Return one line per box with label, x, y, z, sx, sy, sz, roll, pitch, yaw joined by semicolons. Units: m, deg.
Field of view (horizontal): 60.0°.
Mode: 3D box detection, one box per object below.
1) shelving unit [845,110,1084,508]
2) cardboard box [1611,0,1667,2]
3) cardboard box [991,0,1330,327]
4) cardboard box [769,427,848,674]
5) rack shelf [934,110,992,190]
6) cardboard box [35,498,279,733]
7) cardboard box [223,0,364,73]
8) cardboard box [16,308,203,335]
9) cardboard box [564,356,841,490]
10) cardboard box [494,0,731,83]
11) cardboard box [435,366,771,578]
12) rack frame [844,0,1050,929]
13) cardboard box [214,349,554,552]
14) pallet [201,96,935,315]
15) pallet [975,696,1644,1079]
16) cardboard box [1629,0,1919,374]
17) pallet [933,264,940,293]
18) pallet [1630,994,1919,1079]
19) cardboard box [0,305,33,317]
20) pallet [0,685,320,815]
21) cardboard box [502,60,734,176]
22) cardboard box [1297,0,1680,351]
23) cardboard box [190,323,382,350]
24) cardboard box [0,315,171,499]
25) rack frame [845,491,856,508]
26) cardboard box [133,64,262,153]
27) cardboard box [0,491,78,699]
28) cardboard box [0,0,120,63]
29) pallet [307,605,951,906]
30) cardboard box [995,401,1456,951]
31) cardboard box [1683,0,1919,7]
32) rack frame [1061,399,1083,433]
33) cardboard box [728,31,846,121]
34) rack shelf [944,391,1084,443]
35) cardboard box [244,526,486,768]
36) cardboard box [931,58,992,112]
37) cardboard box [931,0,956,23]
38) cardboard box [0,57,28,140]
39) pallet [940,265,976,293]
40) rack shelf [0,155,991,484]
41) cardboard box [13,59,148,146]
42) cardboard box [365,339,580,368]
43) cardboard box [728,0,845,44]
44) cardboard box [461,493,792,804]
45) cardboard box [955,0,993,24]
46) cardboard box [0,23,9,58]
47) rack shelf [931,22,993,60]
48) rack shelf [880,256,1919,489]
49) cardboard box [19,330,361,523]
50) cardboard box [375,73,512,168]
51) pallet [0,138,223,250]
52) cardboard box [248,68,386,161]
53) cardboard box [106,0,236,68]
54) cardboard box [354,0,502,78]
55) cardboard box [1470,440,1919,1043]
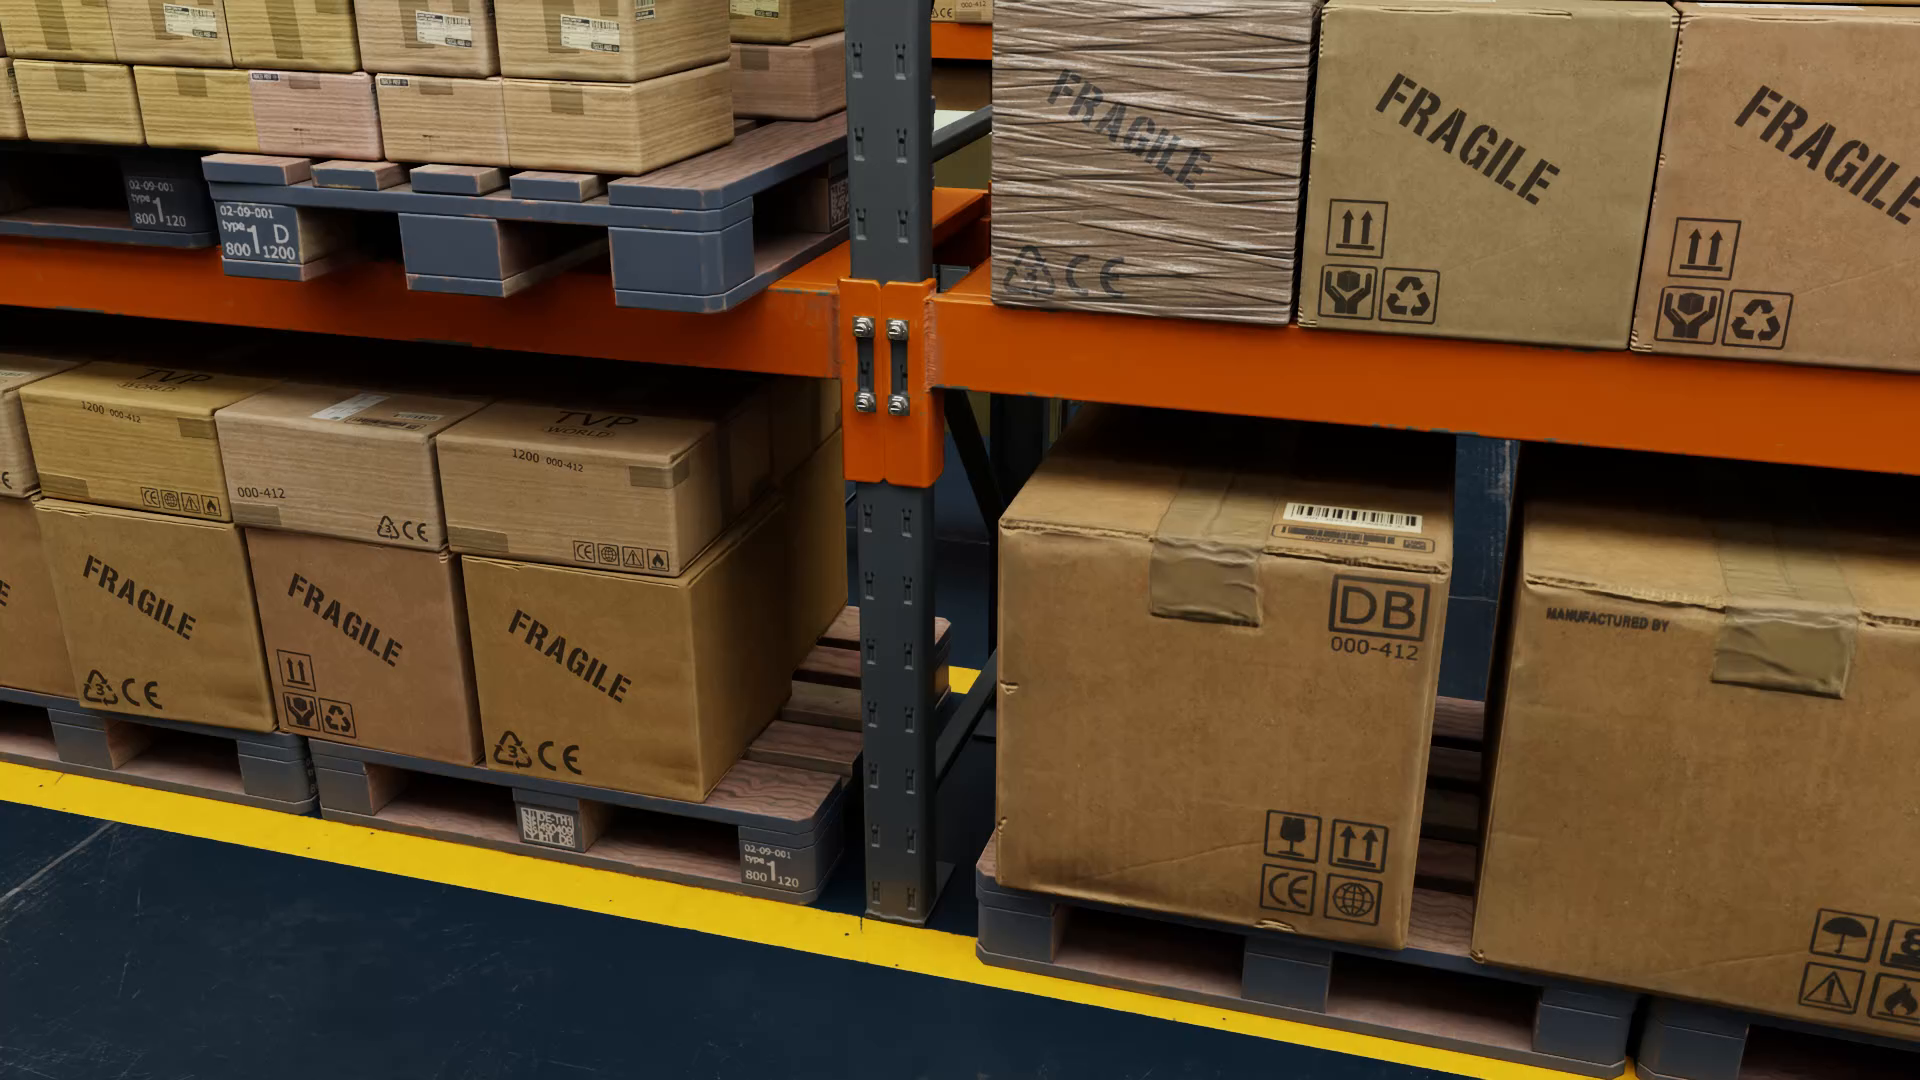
shelving unit;0.006;-0.693;4.984;0.755;1.500;0.431;7;23;16
cardboard box;0.923;-1.192;2.774;0.500;0.500;0.700;6;23;15
cardboard box;0.363;-0.690;2.867;0.500;0.500;0.500;7;23;16
cardboard box;-0.592;0.001;4.055;0.500;0.500;0.500;6;23;13
rack shelf;0.006;-1.054;4.836;0.720;0.370;0.431;7;23;16
cardboard box;-1.701;0.084;3.853;0.500;0.500;0.500;5;23;13
cardboard box;-1.102;-0.952;3.023;0.250;0.149;0.380;7;23;17
cardboard box;-2.034;-0.510;4.314;0.500;0.250;0.500;5;23;13
cardboard box;-0.579;-0.339;3.896;0.500;0.250;0.500;5;23;13
cardboard box;-0.593;-0.895;2.885;0.250;0.149;0.380;7;23;17
cardboard box;-0.719;-0.155;3.448;0.500;0.250;0.500;6;23;14
rack frame;0.011;-0.791;3.245;0.127;3.000;1.000;7;23;16
cardboard box;-1.206;-0.207;3.573;0.500;0.250;0.500;7;23;16
pallet;-0.702;-0.741;3.378;1.003;0.211;1.213;7;23;16
pallet;0.744;0.613;3.497;1.213;0.211;1.003;7;23;16
cardboard box;1.333;-0.580;2.599;0.500;0.500;0.500;7;23;15
pallet;-0.553;-1.558;8.791;1.213;0.211;1.003;7;23;16
pallet;1.908;0.748;3.169;1.213;0.211;1.003;7;23;16
cardboard box;-2.544;-0.563;4.442;0.500;0.250;0.500;8;24;18
pallet;-1.901;0.279;4.312;1.213;0.211;1.003;7;23;16
cardboard box;-0.594;-0.756;2.938;0.250;0.149;0.380;7;23;16
cardboard box;0.851;-0.635;2.734;0.500;0.500;0.500;6;23;15
cardboard box;-1.535;-0.454;4.175;0.500;0.250;0.500;7;23;16
cardboard box;-2.190;-0.322;3.855;0.500;0.250;0.500;7;23;18
rack frame;-0.344;-0.733;5.081;0.023;1.500;0.400;7;23;16
cardboard box;-1.315;-0.840;3.144;0.250;0.149;0.380;6;23;15
cardboard box;-2.175;0.020;4.009;0.500;0.500;0.500;7;23;16
cardboard box;-1.579;-1.007;3.159;0.250;0.149;0.380;6;23;15
pallet;-0.737;0.413;3.985;1.213;0.211;1.003;7;23;16
cardboard box;0.568;0.155;3.350;0.750;0.750;1.050;6;23;15
cardboard box;1.415;-1.136;2.639;0.500;0.500;0.700;6;23;15
rack frame;0.357;-0.653;4.886;0.023;1.500;0.400;7;23;16
cardboard box;-0.359;-0.991;3.512;0.250;0.149;0.380;6;23;15
rack shelf;0.006;-0.392;5.107;0.720;0.370;0.431;7;23;16
cardboard box;-1.190;0.136;3.726;0.500;0.500;0.500;8;23;18
cardboard box;-0.146;-2.017;8.481;0.875;0.875;0.875;7;23;16
cardboard box;-0.186;-2.603;7.862;0.500;0.250;0.500;6;23;15
cardboard box;-1.820;-0.898;3.285;0.250;0.149;0.380;7;23;17
pallet;0.611;-1.424;8.463;1.213;0.211;1.003;7;23;16
rack shelf;-1.904;-0.677;3.916;4.000;0.370;1.077;7;23;16
cardboard box;-1.573;-0.869;3.215;0.250;0.149;0.380;6;23;13
cardboard box;-1.065;-0.395;4.032;0.500;0.250;0.500;6;23;15
cardboard box;-0.393;-1.132;3.464;0.250;0.149;0.380;8;24;18
cardboard box;-0.694;0.194;3.584;0.500;0.500;0.500;6;23;15
cardboard box;0.291;-2.542;7.713;0.500;0.250;0.500;7;23;16
cardboard box;-1.829;-1.036;3.228;0.250;0.149;0.380;7;23;17
rack shelf;-0.570;-2.487;8.328;4.000;0.370;1.077;7;23;16
rack shelf;1.926;-0.239;2.847;4.000;0.370;1.077;7;23;16
cardboard box;-1.688;-0.268;3.723;0.500;0.250;0.500;7;23;17
cardboard box;-0.831;-0.784;3.006;0.250;0.149;0.380;6;23;15
pallet;-1.896;-0.904;3.774;1.213;0.211;1.003;7;23;16
cardboard box;-1.077;-0.812;3.074;0.250;0.149;0.380;7;23;16
cardboard box;-1.341;-0.979;3.091;0.250;0.149;0.380;7;23;16
cardboard box;-0.849;-0.924;2.955;0.250;0.149;0.380;7;23;18
cardboard box;1.406;0.250;3.119;0.750;0.750;1.050;7;23;16
